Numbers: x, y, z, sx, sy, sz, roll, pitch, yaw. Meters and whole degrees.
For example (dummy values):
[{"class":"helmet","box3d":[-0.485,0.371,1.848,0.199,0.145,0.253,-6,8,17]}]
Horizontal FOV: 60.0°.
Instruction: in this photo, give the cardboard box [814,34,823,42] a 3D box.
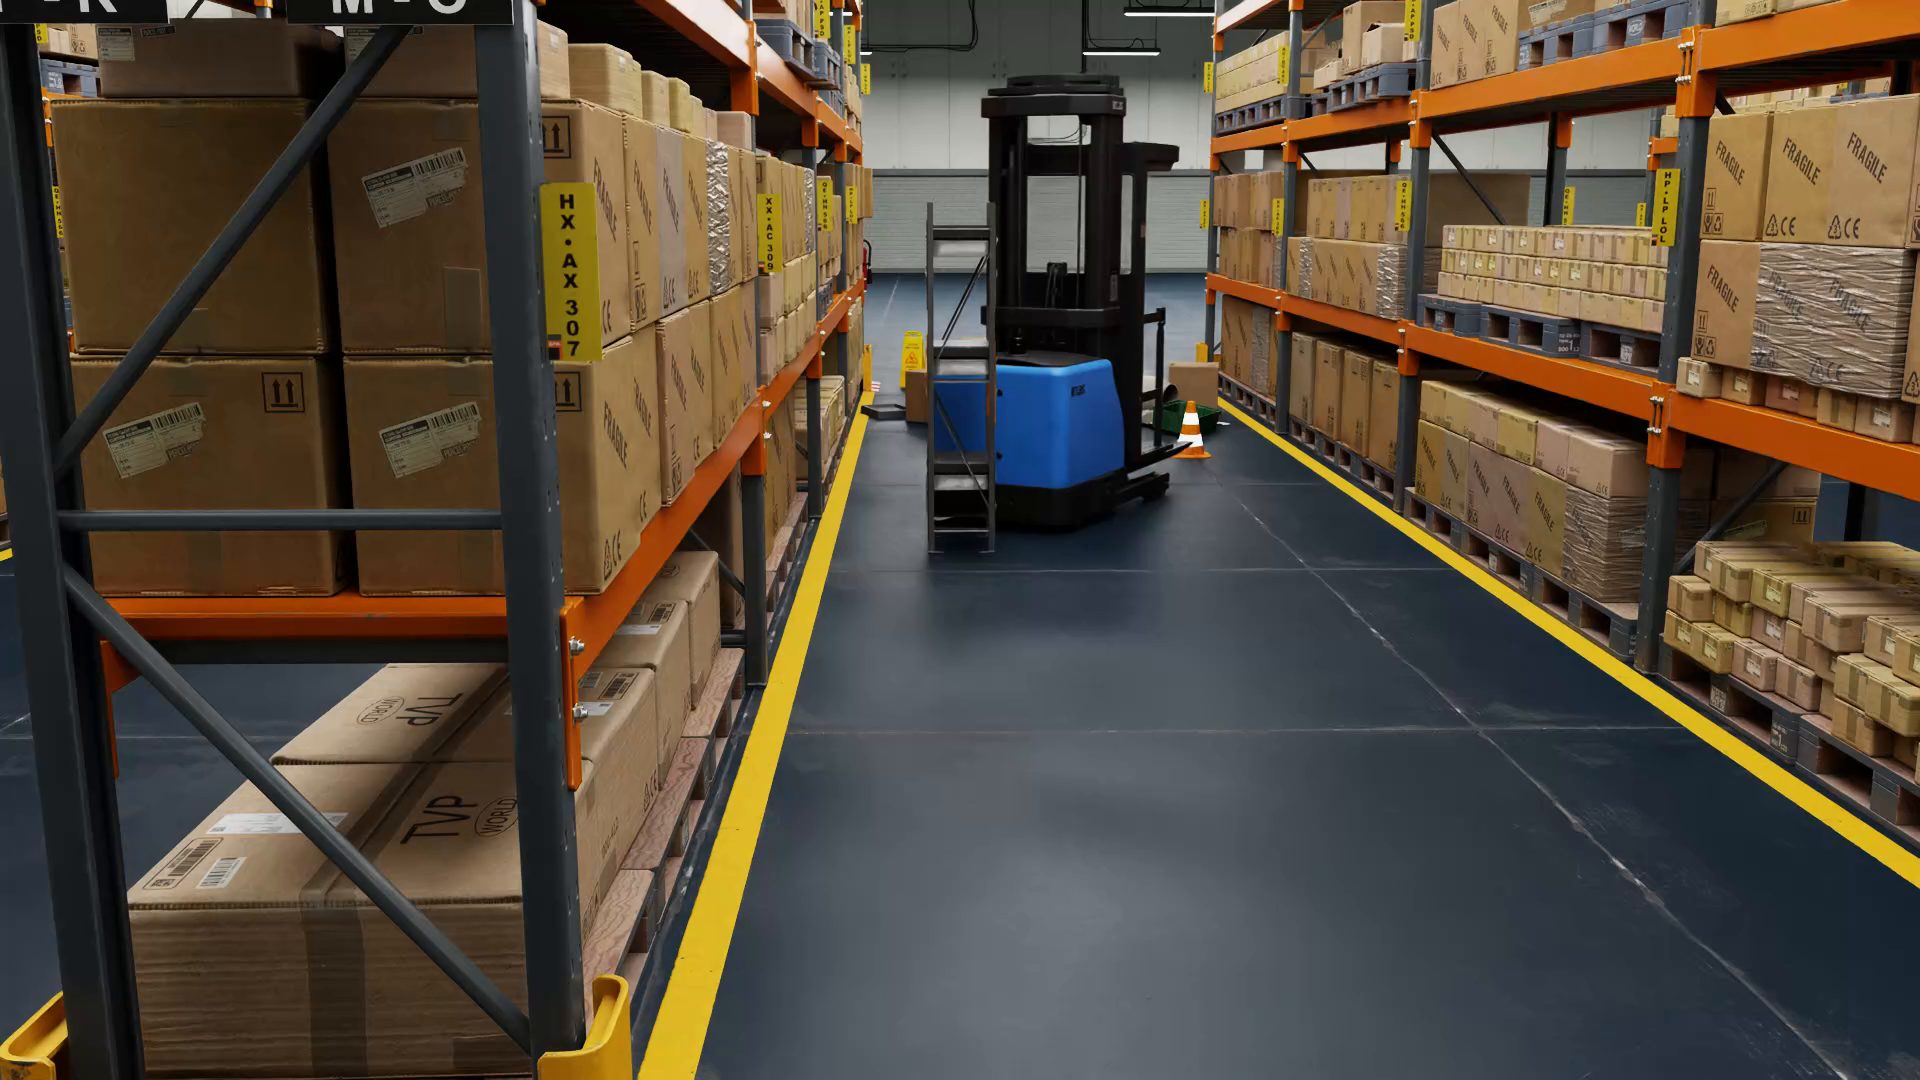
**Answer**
[{"class":"cardboard box","box3d":[-1.339,-3.946,12.984,0.500,0.250,0.500,0,11,0]}]

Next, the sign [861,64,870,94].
[{"class":"sign","box3d":[-1.049,-5.113,18.448,0.100,0.325,0.005,0,11,-1]}]

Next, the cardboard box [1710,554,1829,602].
[{"class":"cardboard box","box3d":[3.337,0.158,6.854,0.380,0.149,0.250,0,11,2]}]

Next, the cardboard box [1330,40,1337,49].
[{"class":"cardboard box","box3d":[3.740,-4.674,15.829,0.380,0.149,0.250,0,11,-2]}]

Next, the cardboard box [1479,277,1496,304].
[{"class":"cardboard box","box3d":[3.334,-1.494,9.953,0.380,0.149,0.250,0,11,1]}]

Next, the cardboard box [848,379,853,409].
[{"class":"cardboard box","box3d":[-1.264,-1.393,15.739,0.500,0.250,0.500,-1,11,-4]}]

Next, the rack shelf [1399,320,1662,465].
[{"class":"rack shelf","box3d":[3.549,-0.911,9.316,1.077,0.370,4.000,0,11,-1]}]

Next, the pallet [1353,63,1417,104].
[{"class":"pallet","box3d":[3.441,-3.167,11.554,1.213,0.211,1.003,0,11,1]}]

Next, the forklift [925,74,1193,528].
[{"class":"forklift","box3d":[0.882,-1.765,11.889,1.130,2.935,3.031,6,13,26]}]

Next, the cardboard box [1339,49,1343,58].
[{"class":"cardboard box","box3d":[3.695,-4.352,15.243,0.500,0.250,0.500,0,11,-1]}]

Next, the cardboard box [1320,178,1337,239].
[{"class":"cardboard box","box3d":[3.454,-2.795,14.023,0.700,0.500,0.500,0,11,-2]}]

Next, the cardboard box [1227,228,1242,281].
[{"class":"cardboard box","box3d":[3.315,-3.030,17.575,0.875,0.550,0.550,0,11,-1]}]

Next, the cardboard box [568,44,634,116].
[{"class":"cardboard box","box3d":[-0.972,-1.063,3.858,0.380,0.149,0.250,0,11,1]}]

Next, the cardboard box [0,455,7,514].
[{"class":"cardboard box","box3d":[-6.178,-0.398,10.206,0.500,0.500,0.500,0,11,-2]}]

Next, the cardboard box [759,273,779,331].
[{"class":"cardboard box","box3d":[-1.084,-1.086,7.487,0.500,0.250,0.500,-1,11,-3]}]

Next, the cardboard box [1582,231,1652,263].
[{"class":"cardboard box","box3d":[3.371,-1.476,8.371,0.380,0.149,0.250,0,11,-1]}]

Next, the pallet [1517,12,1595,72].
[{"class":"pallet","box3d":[3.660,-2.574,8.628,1.213,0.211,1.003,0,11,-1]}]

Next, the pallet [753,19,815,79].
[{"class":"pallet","box3d":[-1.347,-2.648,8.999,1.003,0.211,1.213,0,11,1]}]

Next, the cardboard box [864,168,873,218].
[{"class":"cardboard box","box3d":[-1.259,-3.594,17.214,0.700,0.500,0.500,0,11,-2]}]

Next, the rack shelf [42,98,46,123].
[{"class":"rack shelf","box3d":[-6.360,-2.320,8.714,1.077,0.370,4.000,0,11,-1]}]

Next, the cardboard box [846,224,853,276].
[{"class":"cardboard box","box3d":[-1.252,-2.699,15.321,0.500,0.500,0.500,0,11,-1]}]

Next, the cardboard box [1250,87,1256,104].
[{"class":"cardboard box","box3d":[3.070,-4.383,16.397,0.380,0.149,0.250,0,11,-2]}]

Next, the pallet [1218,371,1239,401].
[{"class":"pallet","box3d":[3.437,-1.726,18.538,1.003,0.211,1.213,0,11,-1]}]

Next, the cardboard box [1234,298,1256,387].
[{"class":"cardboard box","box3d":[3.443,-2.107,17.687,0.875,0.875,0.875,0,11,-2]}]

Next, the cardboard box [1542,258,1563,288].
[{"class":"cardboard box","box3d":[3.354,-1.435,8.915,0.380,0.149,0.250,0,11,-1]}]

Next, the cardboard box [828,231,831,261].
[{"class":"cardboard box","box3d":[-1.255,-2.420,12.890,0.500,0.500,0.500,-1,11,-3]}]

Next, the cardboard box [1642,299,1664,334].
[{"class":"cardboard box","box3d":[3.384,-1.027,7.653,0.380,0.149,0.250,0,11,-2]}]

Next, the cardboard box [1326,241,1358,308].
[{"class":"cardboard box","box3d":[3.196,-2.099,13.110,0.500,0.500,0.500,0,11,0]}]

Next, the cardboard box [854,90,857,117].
[{"class":"cardboard box","box3d":[-1.287,-4.349,16.538,0.500,0.250,0.500,0,11,-1]}]

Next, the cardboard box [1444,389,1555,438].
[{"class":"cardboard box","box3d":[3.290,-0.771,10.158,0.500,0.250,0.500,0,11,-2]}]

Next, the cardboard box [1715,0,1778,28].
[{"class":"cardboard box","box3d":[3.336,-2.170,6.542,0.500,0.250,0.500,0,11,2]}]

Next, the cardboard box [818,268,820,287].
[{"class":"cardboard box","box3d":[-1.192,-1.880,11.857,0.380,0.149,0.250,-1,12,-5]}]

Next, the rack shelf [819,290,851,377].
[{"class":"rack shelf","box3d":[-1.481,-1.666,13.036,1.077,0.370,4.000,0,11,-1]}]

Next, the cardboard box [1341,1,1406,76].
[{"class":"cardboard box","box3d":[3.192,-3.780,12.541,0.500,0.500,0.500,0,11,-1]}]

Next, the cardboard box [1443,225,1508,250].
[{"class":"cardboard box","box3d":[3.324,-1.942,10.667,0.380,0.149,0.250,0,11,-1]}]

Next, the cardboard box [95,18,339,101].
[{"class":"cardboard box","box3d":[-1.482,-0.958,3.340,0.380,0.149,0.250,0,11,0]}]

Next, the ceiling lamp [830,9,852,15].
[{"class":"ceiling lamp","box3d":[-3.057,-12.253,33.640,2.000,3.185,0.800,0,11,-1]}]

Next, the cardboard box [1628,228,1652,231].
[{"class":"cardboard box","box3d":[4.001,-1.683,9.390,0.380,0.149,0.250,0,11,2]}]

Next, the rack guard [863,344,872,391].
[{"class":"rack guard","box3d":[-1.603,-1.971,19.017,1.175,0.500,0.348,0,11,-1]}]

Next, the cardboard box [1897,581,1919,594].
[{"class":"cardboard box","box3d":[3.843,0.255,6.374,0.380,0.149,0.250,0,11,1]}]

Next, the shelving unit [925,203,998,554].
[{"class":"shelving unit","box3d":[0.003,-0.996,10.188,0.431,2.100,0.503,0,11,-1]}]

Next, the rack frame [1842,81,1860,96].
[{"class":"rack frame","box3d":[8.386,-5.397,14.528,1.000,3.000,0.127,0,11,-1]}]

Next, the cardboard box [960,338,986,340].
[{"class":"cardboard box","box3d":[0.257,-1.575,15.162,0.500,0.500,0.500,0,11,-1]}]

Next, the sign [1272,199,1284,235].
[{"class":"sign","box3d":[2.870,-2.917,15.016,0.100,0.325,0.005,0,11,-1]}]

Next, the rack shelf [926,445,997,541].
[{"class":"rack shelf","box3d":[0.003,-0.297,10.330,0.431,0.518,0.480,0,11,-1]}]

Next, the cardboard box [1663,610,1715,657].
[{"class":"cardboard box","box3d":[3.277,0.399,7.163,0.380,0.149,0.250,-1,11,-4]}]

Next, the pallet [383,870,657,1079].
[{"class":"pallet","box3d":[-1.369,1.177,4.225,1.003,0.211,1.213,0,11,-1]}]

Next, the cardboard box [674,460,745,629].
[{"class":"cardboard box","box3d":[-1.449,-0.113,7.860,0.875,0.875,0.875,0,11,1]}]

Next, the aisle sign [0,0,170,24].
[{"class":"aisle sign","box3d":[-1.582,-1.289,2.831,0.394,0.787,0.004,0,11,-1]}]

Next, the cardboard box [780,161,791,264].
[{"class":"cardboard box","box3d":[-1.124,-1.654,8.402,0.500,0.500,0.500,-1,11,-3]}]

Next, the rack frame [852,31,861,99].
[{"class":"rack frame","box3d":[-1.604,-6.151,18.247,1.000,3.000,0.127,0,11,-1]}]

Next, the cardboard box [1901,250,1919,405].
[{"class":"cardboard box","box3d":[3.381,-0.656,5.251,0.500,0.500,0.500,0,11,2]}]

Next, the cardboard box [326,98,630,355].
[{"class":"cardboard box","box3d":[-0.999,-0.666,3.533,0.500,0.500,0.500,0,11,-2]}]

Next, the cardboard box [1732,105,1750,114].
[{"class":"cardboard box","box3d":[8.094,-4.247,16.782,0.500,0.250,0.500,0,11,1]}]

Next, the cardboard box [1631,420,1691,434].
[{"class":"cardboard box","box3d":[3.826,-0.468,8.668,0.500,0.250,0.500,0,11,0]}]

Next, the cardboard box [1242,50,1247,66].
[{"class":"cardboard box","box3d":[3.062,-4.873,16.808,0.380,0.149,0.250,0,11,0]}]

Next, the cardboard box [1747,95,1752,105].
[{"class":"cardboard box","box3d":[8.141,-4.428,16.671,0.380,0.149,0.250,-1,11,-3]}]
